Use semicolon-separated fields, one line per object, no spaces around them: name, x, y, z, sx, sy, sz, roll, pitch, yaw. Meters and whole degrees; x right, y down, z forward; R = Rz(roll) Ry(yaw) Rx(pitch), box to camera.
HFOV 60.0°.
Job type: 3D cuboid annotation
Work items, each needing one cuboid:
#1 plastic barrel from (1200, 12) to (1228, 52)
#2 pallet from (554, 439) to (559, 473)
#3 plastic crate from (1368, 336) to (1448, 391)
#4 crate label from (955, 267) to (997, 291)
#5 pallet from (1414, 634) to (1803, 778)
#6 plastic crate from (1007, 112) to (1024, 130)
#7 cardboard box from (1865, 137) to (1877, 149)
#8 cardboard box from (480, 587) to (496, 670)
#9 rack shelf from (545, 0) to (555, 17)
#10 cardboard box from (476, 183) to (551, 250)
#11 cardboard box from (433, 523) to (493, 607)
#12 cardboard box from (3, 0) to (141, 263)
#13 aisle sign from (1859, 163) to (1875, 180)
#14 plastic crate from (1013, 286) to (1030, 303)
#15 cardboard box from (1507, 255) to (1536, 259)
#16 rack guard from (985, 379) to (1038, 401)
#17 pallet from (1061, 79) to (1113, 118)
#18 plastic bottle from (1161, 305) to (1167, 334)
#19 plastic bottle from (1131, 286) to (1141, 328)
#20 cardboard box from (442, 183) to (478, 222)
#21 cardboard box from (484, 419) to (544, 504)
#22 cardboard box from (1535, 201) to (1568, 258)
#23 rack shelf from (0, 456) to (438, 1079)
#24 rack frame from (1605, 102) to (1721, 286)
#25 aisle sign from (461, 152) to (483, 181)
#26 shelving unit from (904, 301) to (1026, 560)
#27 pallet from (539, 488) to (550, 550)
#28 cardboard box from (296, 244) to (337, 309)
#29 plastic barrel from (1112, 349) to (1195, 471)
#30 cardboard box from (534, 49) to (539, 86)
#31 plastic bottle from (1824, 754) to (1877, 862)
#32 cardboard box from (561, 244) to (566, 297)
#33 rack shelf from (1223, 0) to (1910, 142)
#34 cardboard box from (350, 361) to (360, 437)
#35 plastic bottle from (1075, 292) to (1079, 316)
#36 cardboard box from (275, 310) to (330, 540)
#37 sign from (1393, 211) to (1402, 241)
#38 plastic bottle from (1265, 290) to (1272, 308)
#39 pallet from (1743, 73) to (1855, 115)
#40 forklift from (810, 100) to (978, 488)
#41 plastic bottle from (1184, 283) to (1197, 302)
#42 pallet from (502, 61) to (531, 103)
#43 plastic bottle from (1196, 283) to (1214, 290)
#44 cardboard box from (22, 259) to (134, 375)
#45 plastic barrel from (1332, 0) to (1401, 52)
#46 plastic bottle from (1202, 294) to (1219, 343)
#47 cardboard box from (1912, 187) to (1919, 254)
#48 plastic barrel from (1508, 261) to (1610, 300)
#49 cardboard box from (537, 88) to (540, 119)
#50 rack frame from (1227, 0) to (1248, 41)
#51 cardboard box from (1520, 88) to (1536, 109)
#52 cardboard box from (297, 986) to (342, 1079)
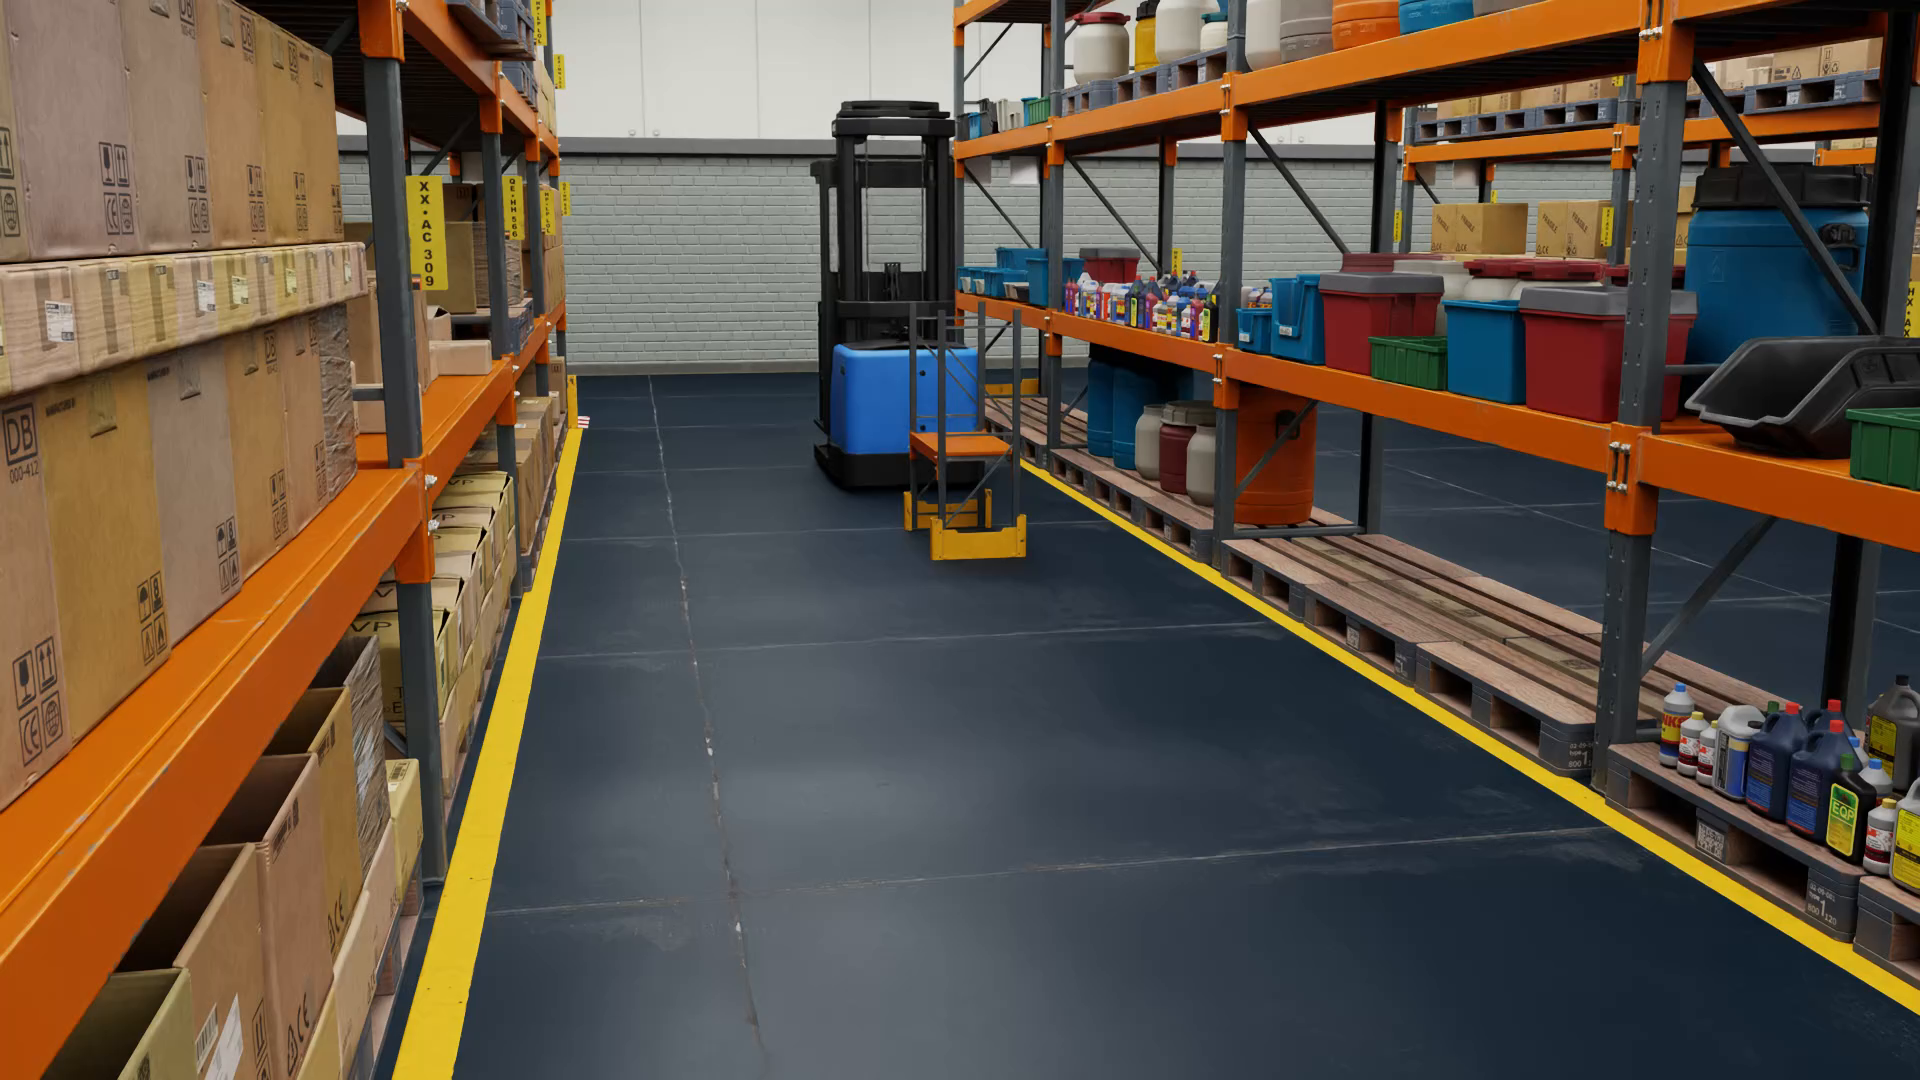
plastic barrel;1.640;-3.121;10.298;0.301;0.262;0.301;0;11;0
pallet;-3.778;-0.628;13.434;1.003;0.211;1.213;-2;11;-11
plastic crate;2.154;-0.790;7.389;0.450;0.188;0.662;-2;11;-11
crate label;0.161;-2.675;17.017;0.416;0.233;0.303;-2;11;-11
pallet;2.579;0.643;6.755;1.003;0.211;1.213;-2;11;-11
plastic crate;0.593;-3.615;14.351;0.293;0.136;0.466;-2;11;-11
cardboard box;10.114;-4.339;17.849;0.500;0.250;0.500;-2;11;-9
cardboard box;-2.225;0.374;6.938;0.500;0.250;0.500;-2;11;-10
rack shelf;-4.035;-4.831;13.945;1.077;0.370;4.000;-2;11;-11
cardboard box;-3.461;-2.509;12.916;0.500;0.500;0.500;-2;11;-10
cardboard box;-2.226;0.097;6.894;0.500;0.311;0.500;-2;11;-9
cardboard box;-1.607;-0.642;2.312;0.700;0.500;0.500;-2;11;-11
aisle sign;10.459;-4.429;18.989;0.394;0.787;0.004;-2;11;-11
plastic crate;0.733;-2.142;14.501;0.437;0.125;0.590;-2;11;-11
cardboard box;5.527;-2.564;15.752;0.500;0.250;0.500;-2;11;-10
rack guard;0.419;-1.561;17.562;1.175;0.500;0.348;-2;11;-11
pallet;1.462;-3.292;12.454;1.213;0.211;1.003;-2;11;-11
plastic bottle;1.351;-1.433;10.732;0.097;0.201;0.097;0;11;0
plastic bottle;1.211;-1.587;11.326;0.061;0.283;0.133;-2;11;-11
cardboard box;-3.998;-2.496;12.846;0.500;0.500;0.500;-2;11;-11
cardboard box;-2.982;-0.504;10.832;0.500;0.500;0.500;-3;11;-13
cardboard box;5.627;-2.839;15.192;0.500;0.500;0.500;-2;11;-10
rack shelf;-1.701;0.315;2.942;1.077;0.370;4.000;-2;11;-11
rack frame;6.072;-2.232;14.400;1.000;3.000;0.127;-2;11;-11
aisle sign;-4.725;-3.885;16.132;0.394;0.787;0.004;-2;11;-11
shelving unit;0.015;-0.723;10.483;0.587;1.500;1.083;-2;11;-11
pallet;-3.210;-0.130;10.817;1.003;0.211;1.213;-2;11;-11
cardboard box;-1.727;-0.637;4.020;0.380;0.149;0.250;-2;11;-13
plastic barrel;1.441;-0.997;12.401;0.600;0.901;0.708;-2;11;-11
cardboard box;-3.496;-3.616;12.714;0.500;0.250;0.500;-2;11;-11
plastic bottle;2.548;0.763;4.752;0.061;0.283;0.133;-2;11;-8
cardboard box;-4.069;-2.583;15.976;0.500;0.500;0.500;-2;11;-9
rack shelf;2.381;-2.071;7.459;1.077;0.370;4.000;-2;11;-11
cardboard box;-2.228;-0.420;5.282;0.500;0.250;0.500;-1;11;-7
plastic bottle;0.933;-1.826;12.801;0.097;0.201;0.097;0;11;0
cardboard box;-1.888;-0.276;3.859;0.700;0.500;0.500;-2;11;-12
sign;4.749;-3.411;18.066;0.100;0.325;0.005;-2;11;-11
plastic bottle;2.068;-1.520;11.004;0.097;0.271;0.097;0;11;0
pallet;6.453;-3.200;11.970;1.003;0.211;1.213;-2;11;-8
forklift;-0.629;-2.066;13.710;1.130;2.935;3.031;-2;11;-11
plastic bottle;1.684;-1.736;12.138;0.097;0.271;0.097;0;11;0
pallet;-3.383;-2.941;10.607;1.213;0.211;1.003;-2;11;-11
plastic bottle;1.803;-1.746;12.180;0.152;0.276;0.135;-2;11;-11
cardboard box;-1.379;-0.308;2.291;0.380;0.149;0.250;-3;11;-13
plastic barrel;2.066;-2.724;7.816;0.600;0.830;0.708;-2;11;-11
plastic bottle;1.495;-1.319;9.918;0.061;0.283;0.133;-2;11;-11
cardboard box;6.724;-2.175;11.150;0.797;0.503;0.637;-2;11;-9
plastic barrel;2.656;-0.969;7.403;0.433;0.535;0.433;0;11;0
cardboard box;-3.497;-3.370;12.760;0.500;0.250;0.500;-2;11;-11
rack frame;1.992;-4.265;9.038;1.000;3.000;0.127;-2;11;-11
cardboard box;5.799;-4.351;15.854;0.700;0.500;0.500;-2;11;-9
cardboard box;-1.488;1.091;3.170;0.500;0.250;0.500;-2;11;-11
